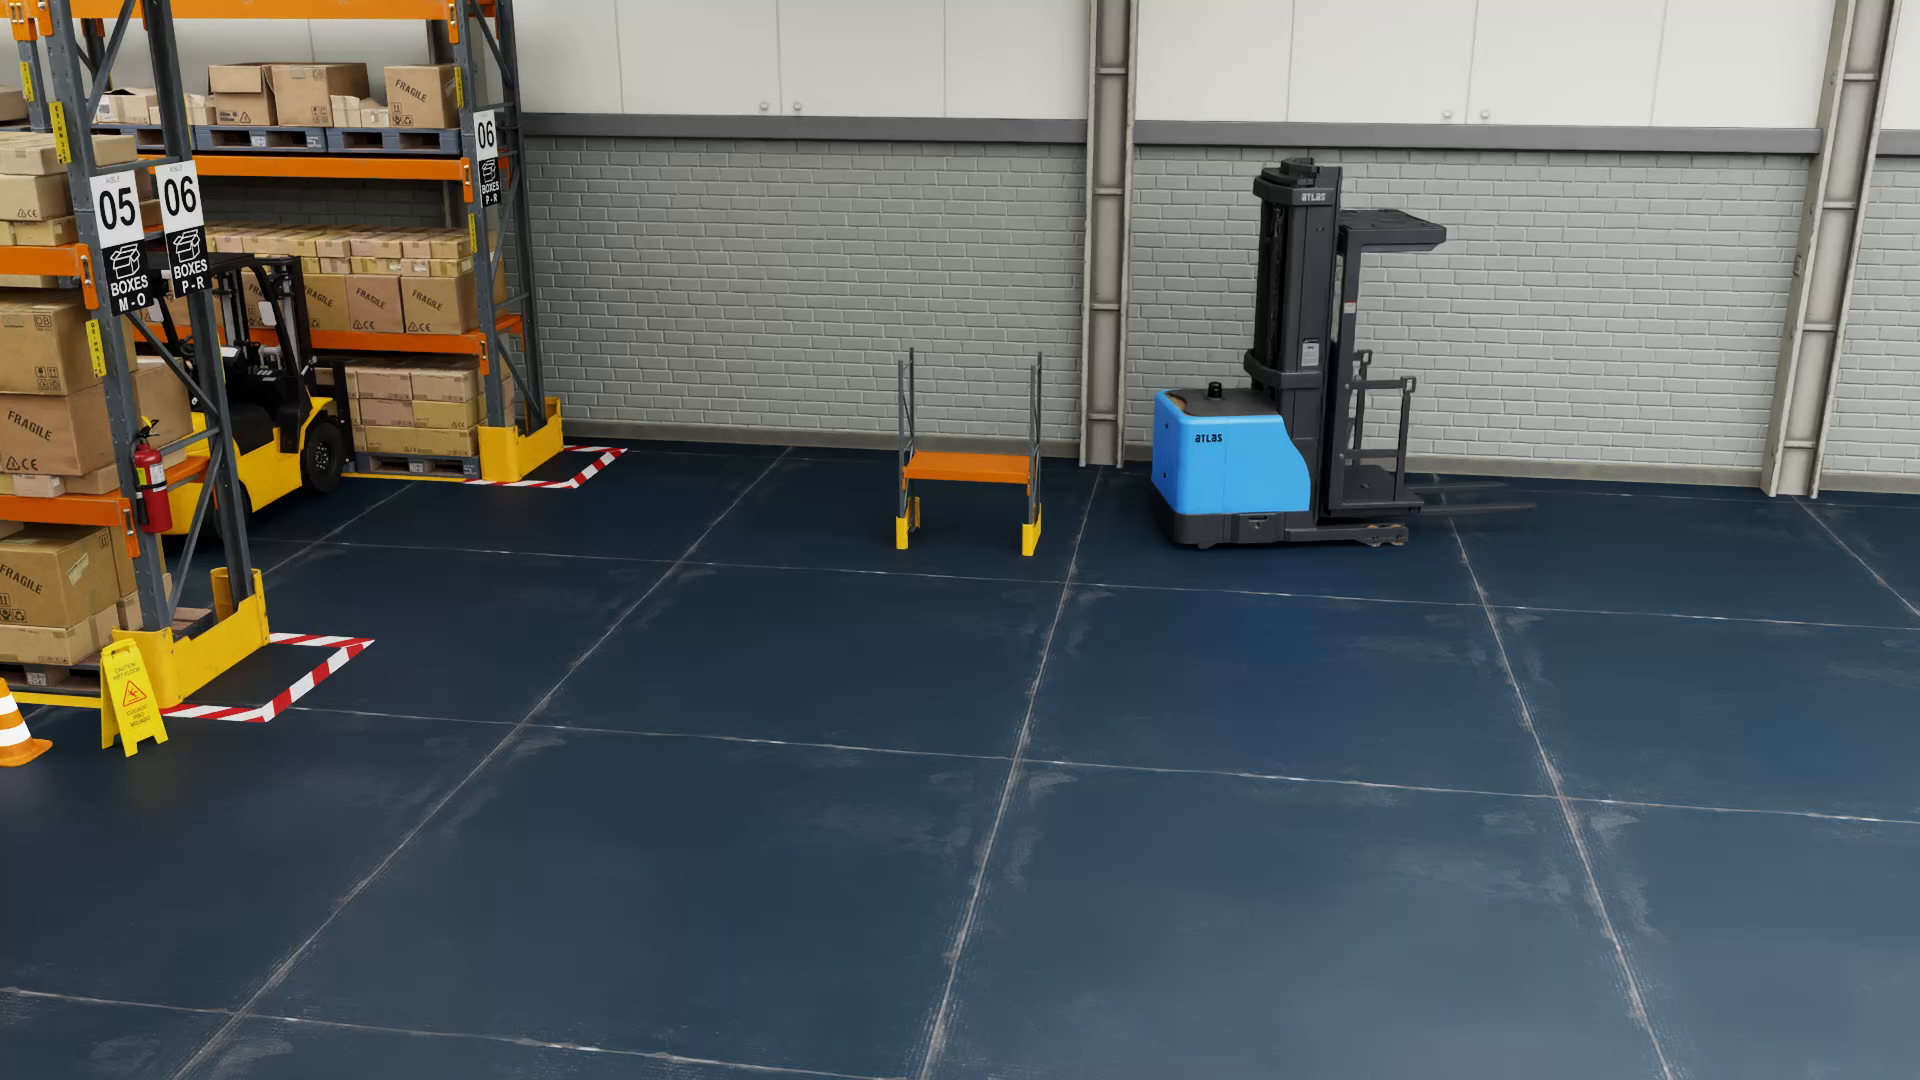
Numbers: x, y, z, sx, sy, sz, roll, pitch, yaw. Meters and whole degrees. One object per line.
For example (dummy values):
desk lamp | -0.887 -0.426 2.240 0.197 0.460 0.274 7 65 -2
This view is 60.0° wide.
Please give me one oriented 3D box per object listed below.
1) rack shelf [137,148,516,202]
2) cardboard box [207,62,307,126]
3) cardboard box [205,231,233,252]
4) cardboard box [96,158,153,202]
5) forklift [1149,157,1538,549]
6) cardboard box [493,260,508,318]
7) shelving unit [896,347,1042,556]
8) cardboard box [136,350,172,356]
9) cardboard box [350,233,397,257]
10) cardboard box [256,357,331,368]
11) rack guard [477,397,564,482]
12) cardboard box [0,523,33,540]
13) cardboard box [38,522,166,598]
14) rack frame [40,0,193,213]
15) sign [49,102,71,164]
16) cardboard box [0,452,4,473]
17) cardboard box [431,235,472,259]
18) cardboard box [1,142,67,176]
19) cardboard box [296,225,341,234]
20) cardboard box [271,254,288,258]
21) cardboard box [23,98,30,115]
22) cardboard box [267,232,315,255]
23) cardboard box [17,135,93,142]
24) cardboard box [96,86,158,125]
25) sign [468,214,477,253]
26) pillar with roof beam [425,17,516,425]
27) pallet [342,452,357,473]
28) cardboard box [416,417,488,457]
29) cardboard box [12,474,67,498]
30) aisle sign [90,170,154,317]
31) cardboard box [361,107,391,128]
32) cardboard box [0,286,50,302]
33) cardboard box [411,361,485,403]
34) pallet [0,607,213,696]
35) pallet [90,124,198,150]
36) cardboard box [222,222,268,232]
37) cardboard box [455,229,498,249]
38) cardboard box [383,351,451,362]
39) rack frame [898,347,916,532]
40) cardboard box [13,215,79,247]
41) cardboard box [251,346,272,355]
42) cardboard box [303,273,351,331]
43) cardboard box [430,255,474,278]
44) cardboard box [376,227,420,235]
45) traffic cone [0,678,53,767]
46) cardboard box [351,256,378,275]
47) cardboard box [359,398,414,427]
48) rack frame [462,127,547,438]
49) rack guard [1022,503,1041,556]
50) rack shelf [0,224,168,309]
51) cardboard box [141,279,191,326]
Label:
rack shelf | -6.035 -3.309 14.871 4.000 0.370 1.077 3 19 9
cardboard box | -6.103 -3.915 14.567 0.637 0.503 0.797 4 19 10
cardboard box | -6.718 -2.671 14.909 0.250 0.149 0.380 3 19 8
cardboard box | -5.299 -2.173 10.110 0.500 0.250 0.500 3 19 8
forklift | 3.127 -1.503 13.176 3.031 2.935 1.130 -2 19 -6
cardboard box | -4.506 -2.286 15.251 0.500 0.500 0.500 4 19 10
shelving unit | 0.075 -0.707 13.054 1.083 1.500 0.587 3 19 9
cardboard box | -7.582 -1.575 15.378 0.500 0.250 0.500 3 19 8
cardboard box | -5.193 -2.618 14.752 0.250 0.149 0.380 3 19 9
cardboard box | -6.069 -1.496 15.142 0.500 0.250 0.500 3 19 8
rack guard | -4.037 -0.940 15.325 0.348 0.500 1.175 3 19 9
cardboard box | -6.193 0.194 10.487 0.500 0.500 0.500 4 19 11
cardboard box | -5.620 0.049 10.918 0.500 0.500 0.500 2 19 7
rack frame | -4.844 -3.417 9.332 0.127 3.000 1.000 3 19 9
sign | -4.952 -2.241 9.151 0.005 0.325 0.100 3 19 9
cardboard box | -5.918 -0.728 10.124 0.500 0.500 0.500 3 19 9
cardboard box | -4.448 -2.575 14.623 0.250 0.149 0.380 3 19 9
cardboard box | -5.225 -2.178 9.496 0.250 0.149 0.380 3 19 9
cardboard box | -5.881 -2.794 15.276 0.250 0.149 0.380 3 19 9
cardboard box | -5.950 -2.509 14.895 0.250 0.149 0.380 3 19 8
cardboard box | -8.817 -3.982 15.327 0.250 0.149 0.380 3 19 9
cardboard box | -5.963 -2.650 14.848 0.250 0.149 0.380 3 19 9
cardboard box | -5.414 -2.343 9.989 0.250 0.149 0.380 3 19 8
cardboard box | -7.227 -3.837 14.636 0.500 0.311 0.500 3 19 10
sign | -4.160 -2.619 14.205 0.005 0.325 0.100 3 19 9
pillar with roof beam | -5.288 -3.941 10.898 0.400 9.000 9.100 3 19 9
pallet | -6.023 -0.892 15.636 1.213 0.211 1.003 3 19 9
cardboard box | -4.575 -0.947 15.077 0.500 0.250 0.500 3 19 9
cardboard box | -5.515 -0.382 10.114 0.250 0.149 0.380 3 19 8
aisle sign | -4.829 -1.710 9.591 0.004 0.787 0.394 3 19 9
cardboard box | -4.927 -3.623 14.254 0.250 0.149 0.380 2 19 7
cardboard box | -5.882 -1.219 10.018 0.500 0.500 0.700 3 19 9
cardboard box | -4.565 -1.422 14.921 0.500 0.250 0.500 4 19 10
pallet | -5.716 0.695 10.893 1.213 0.211 1.003 3 19 9
pallet | -7.164 -3.674 14.968 1.213 0.211 1.003 3 19 9
cardboard box | -6.632 -2.856 15.462 0.250 0.149 0.380 3 19 8
cardboard box | -4.358 -2.707 15.017 0.250 0.149 0.380 3 19 8
cardboard box | -4.999 -1.604 15.465 0.500 0.250 0.500 3 19 9
rack frame | -0.418 -0.733 13.129 0.032 1.500 0.500 3 19 9
cardboard box | -5.241 -1.805 9.640 0.250 0.149 0.380 3 19 9
cardboard box | -6.494 -1.683 15.701 0.500 0.250 0.500 3 19 9
cardboard box | -5.605 -2.171 14.908 0.500 0.500 0.500 3 19 8
cardboard box | -4.447 -2.412 14.603 0.250 0.149 0.380 3 19 9
cardboard box | -5.116 -2.757 15.166 0.250 0.149 0.380 3 19 9
traffic cone | -5.474 1.014 9.544 0.334 0.463 0.336 3 19 9
cardboard box | -5.194 -2.463 14.758 0.250 0.149 0.380 3 19 8
cardboard box | -5.084 -1.214 15.089 0.500 0.250 0.500 3 19 8
rack frame | -4.061 -2.127 14.932 0.127 3.000 1.000 3 19 9
rack guard | 0.567 -0.090 13.177 0.087 0.250 0.587 3 19 9
rack shelf | -6.819 -1.754 10.223 4.000 0.370 1.077 3 19 9
cardboard box | -7.096 -2.250 15.144 0.500 0.500 0.500 3 19 10
